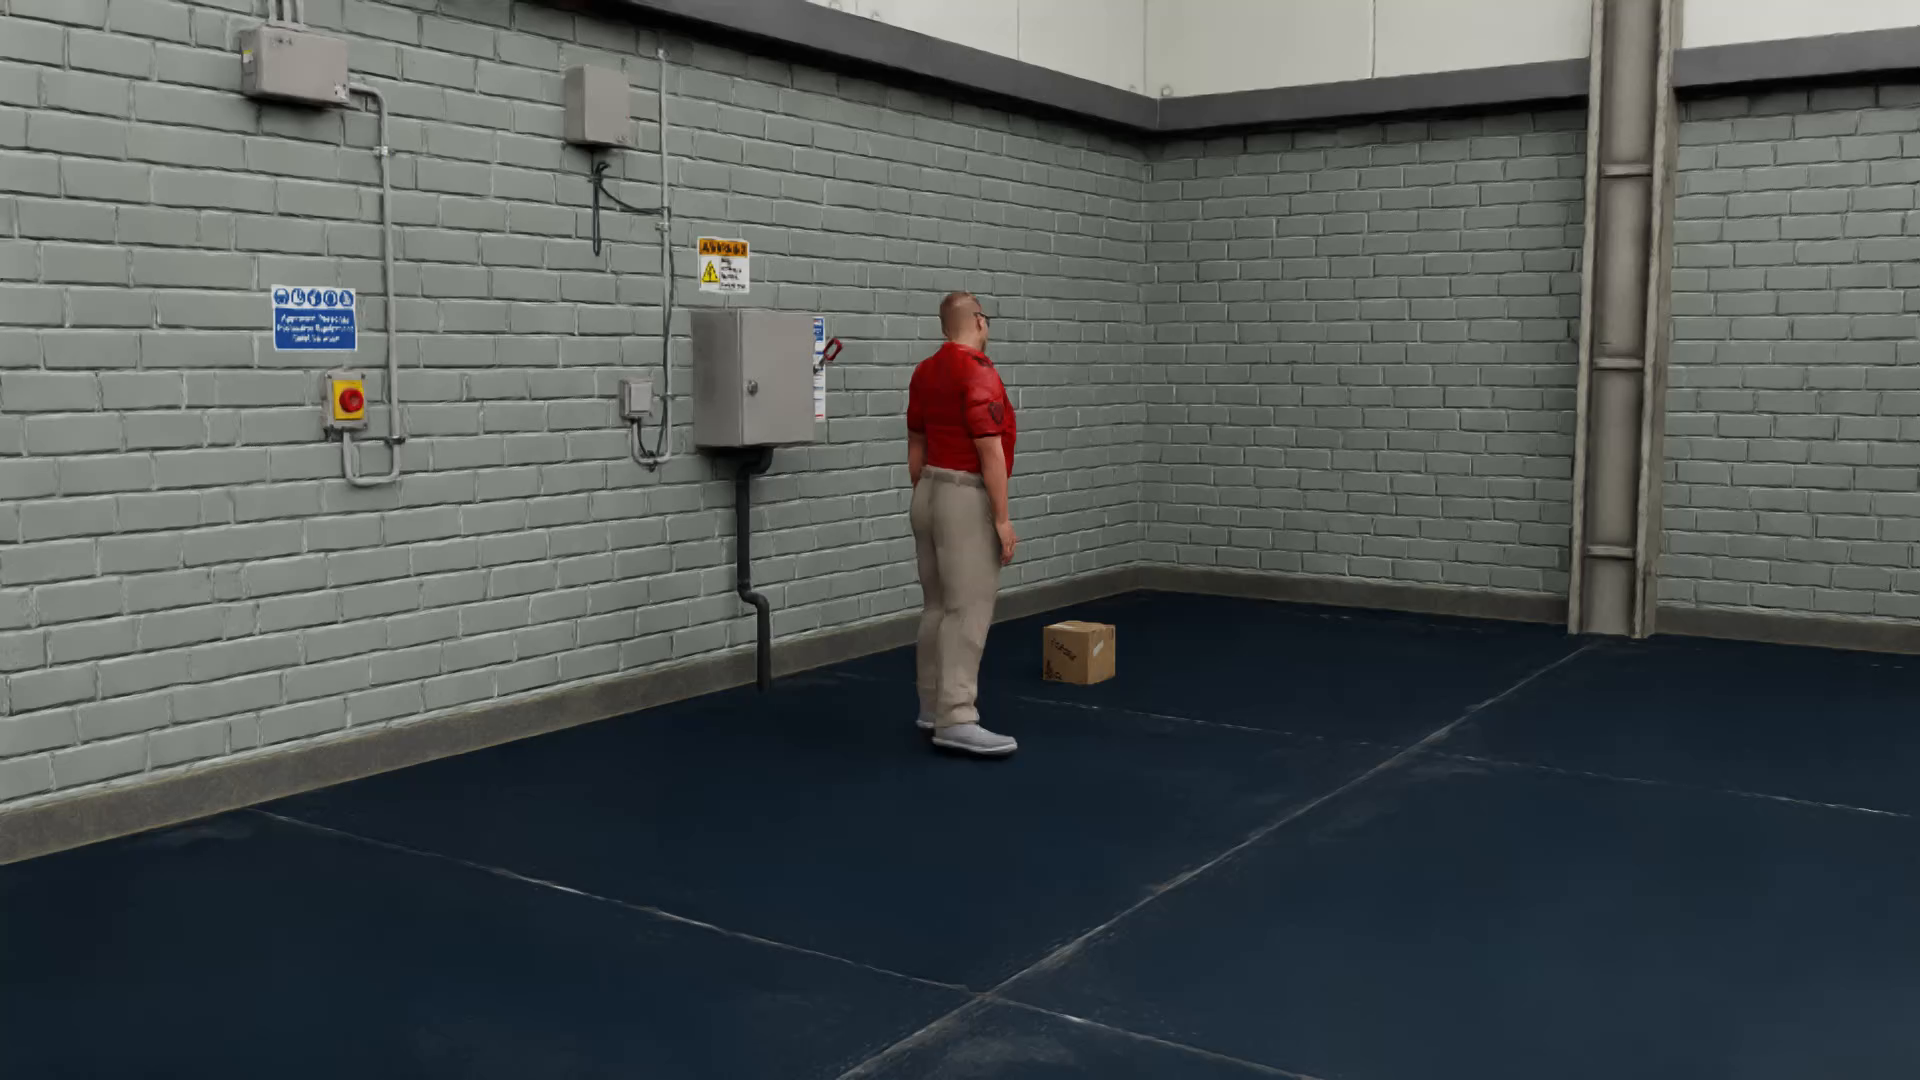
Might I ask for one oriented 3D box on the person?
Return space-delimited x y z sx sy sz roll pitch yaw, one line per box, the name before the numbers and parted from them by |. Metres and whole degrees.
person | 0.014 -0.088 6.427 0.396 1.733 0.656 -4 7 -29
